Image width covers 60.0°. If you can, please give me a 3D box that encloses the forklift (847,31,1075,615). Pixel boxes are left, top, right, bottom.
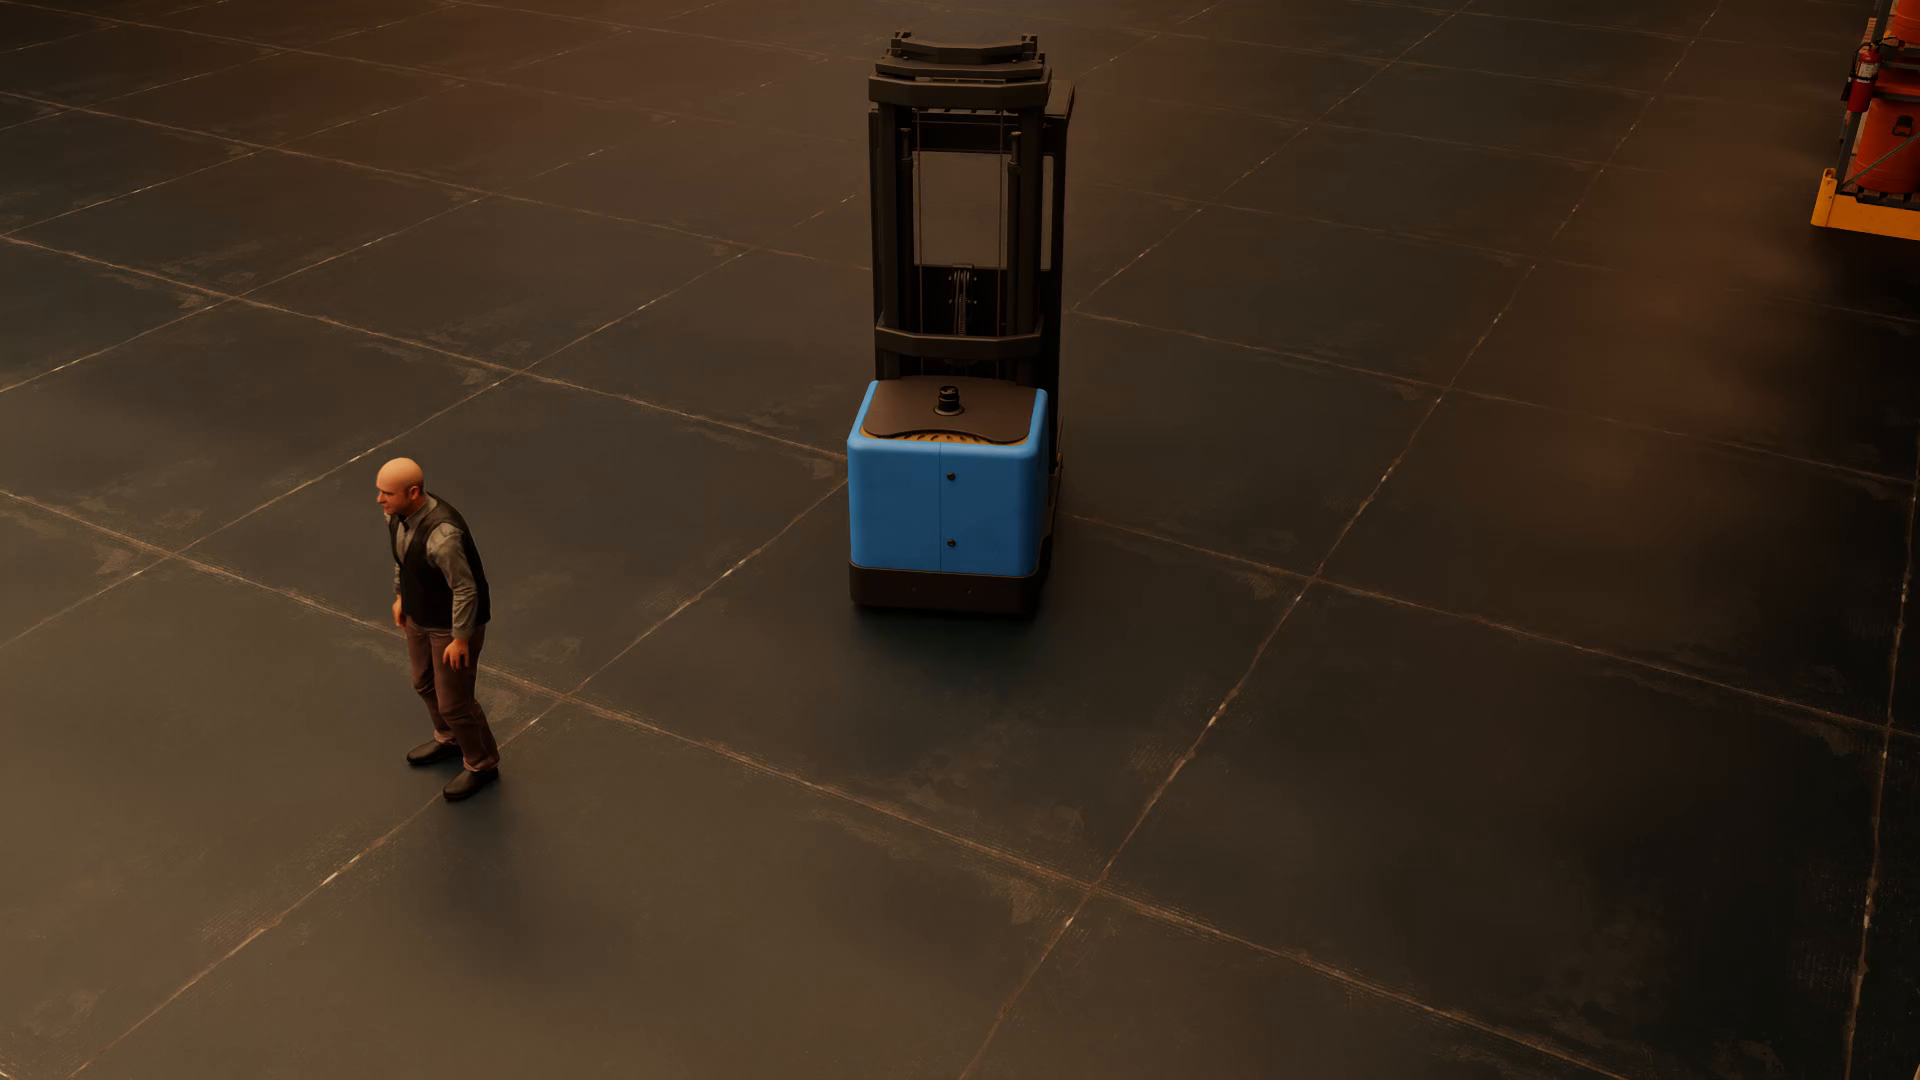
[{"bbox_3d":[0.072,-1.572,9.794,1.130,2.935,3.031,3,30,6],"label":"forklift"}]

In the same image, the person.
[{"bbox_3d":[-2.377,0.370,7.641,0.415,1.722,0.590,-25,39,-37],"label":"person"}]
